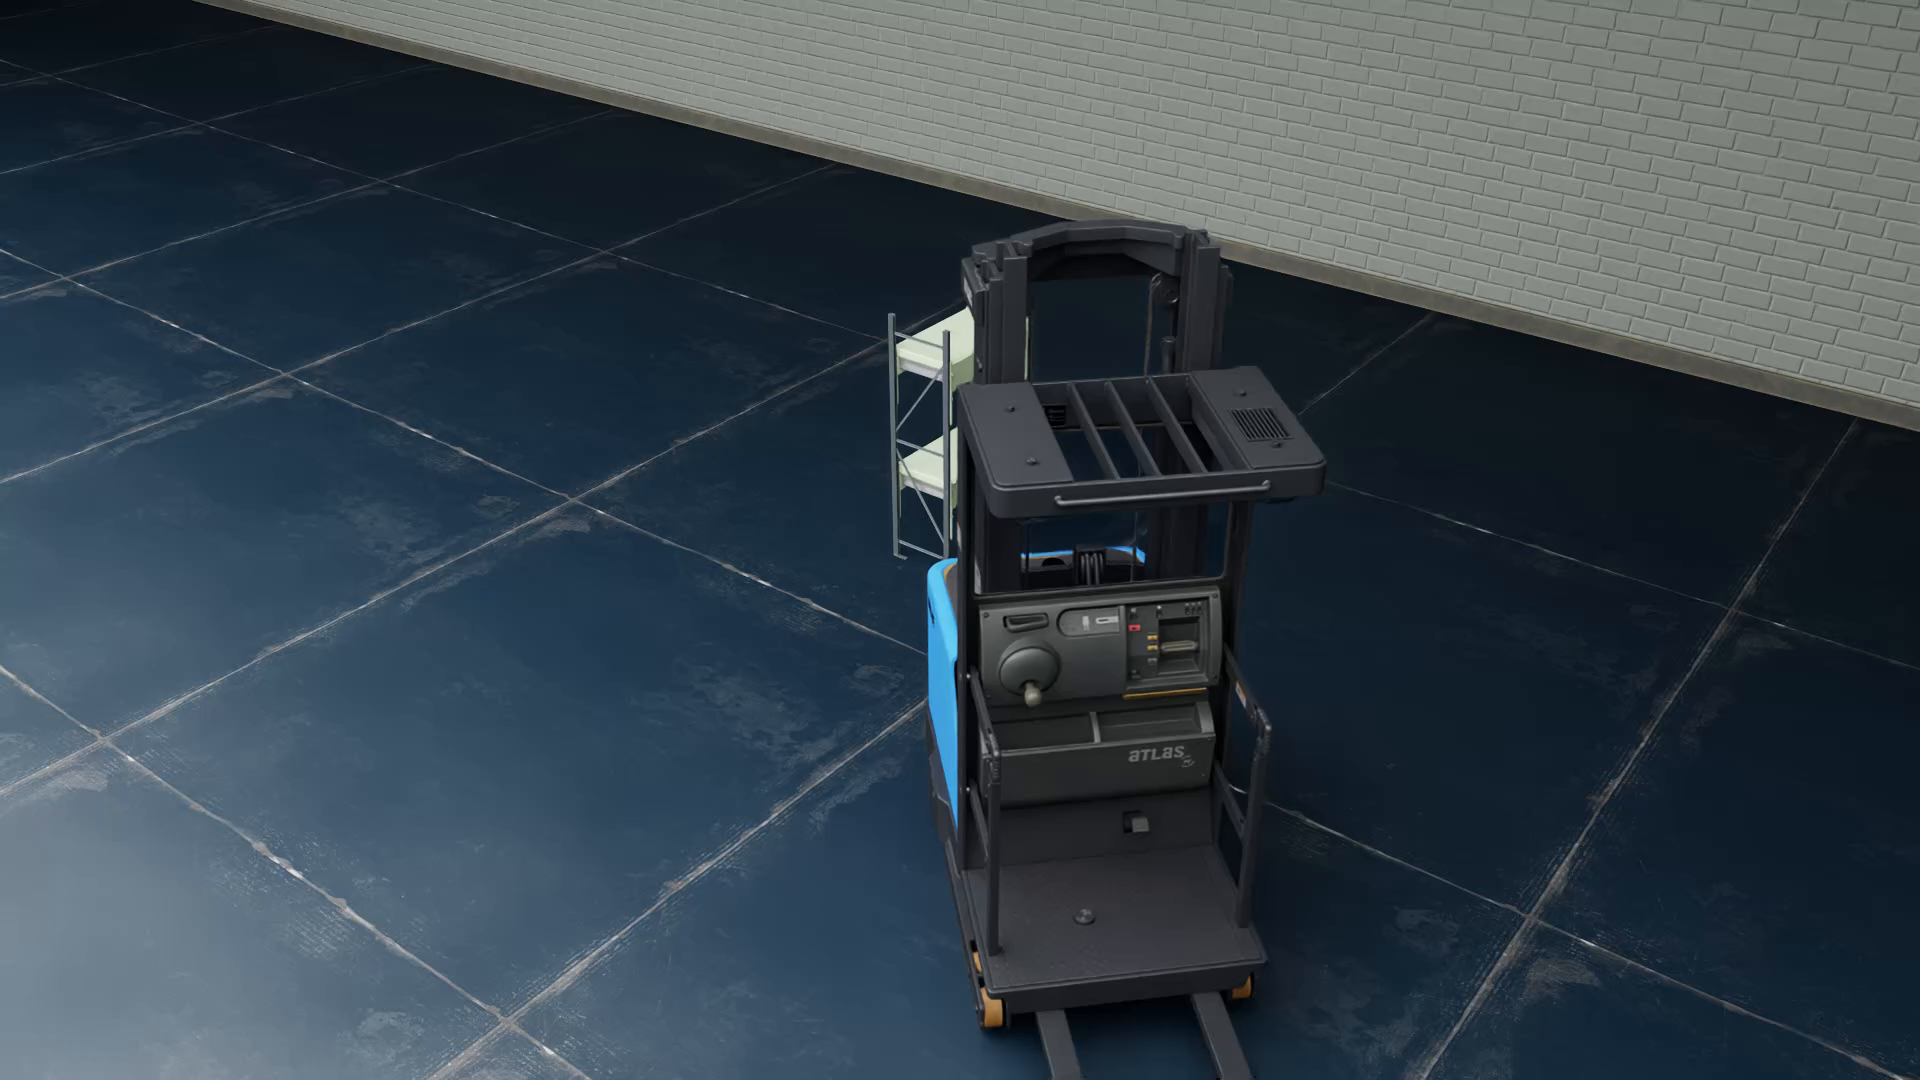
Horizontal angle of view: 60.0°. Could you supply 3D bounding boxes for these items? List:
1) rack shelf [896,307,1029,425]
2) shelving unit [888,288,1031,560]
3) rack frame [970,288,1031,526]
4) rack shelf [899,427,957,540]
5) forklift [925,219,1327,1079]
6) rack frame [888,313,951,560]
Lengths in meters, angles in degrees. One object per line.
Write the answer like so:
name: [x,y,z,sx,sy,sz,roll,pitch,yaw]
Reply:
rack shelf: [0.004,-0.984,9.173,0.431,0.370,0.720,21,37,31]
shelving unit: [0.004,-0.648,9.372,0.431,1.500,0.755,21,37,31]
rack frame: [0.225,-0.797,9.623,0.400,1.500,0.023,21,37,31]
rack shelf: [0.004,-0.367,9.538,0.431,0.370,0.720,21,37,31]
forklift: [0.571,0.455,6.107,1.130,2.935,3.031,-4,31,-7]
rack frame: [-0.217,-0.499,9.121,0.400,1.500,0.023,21,37,31]
